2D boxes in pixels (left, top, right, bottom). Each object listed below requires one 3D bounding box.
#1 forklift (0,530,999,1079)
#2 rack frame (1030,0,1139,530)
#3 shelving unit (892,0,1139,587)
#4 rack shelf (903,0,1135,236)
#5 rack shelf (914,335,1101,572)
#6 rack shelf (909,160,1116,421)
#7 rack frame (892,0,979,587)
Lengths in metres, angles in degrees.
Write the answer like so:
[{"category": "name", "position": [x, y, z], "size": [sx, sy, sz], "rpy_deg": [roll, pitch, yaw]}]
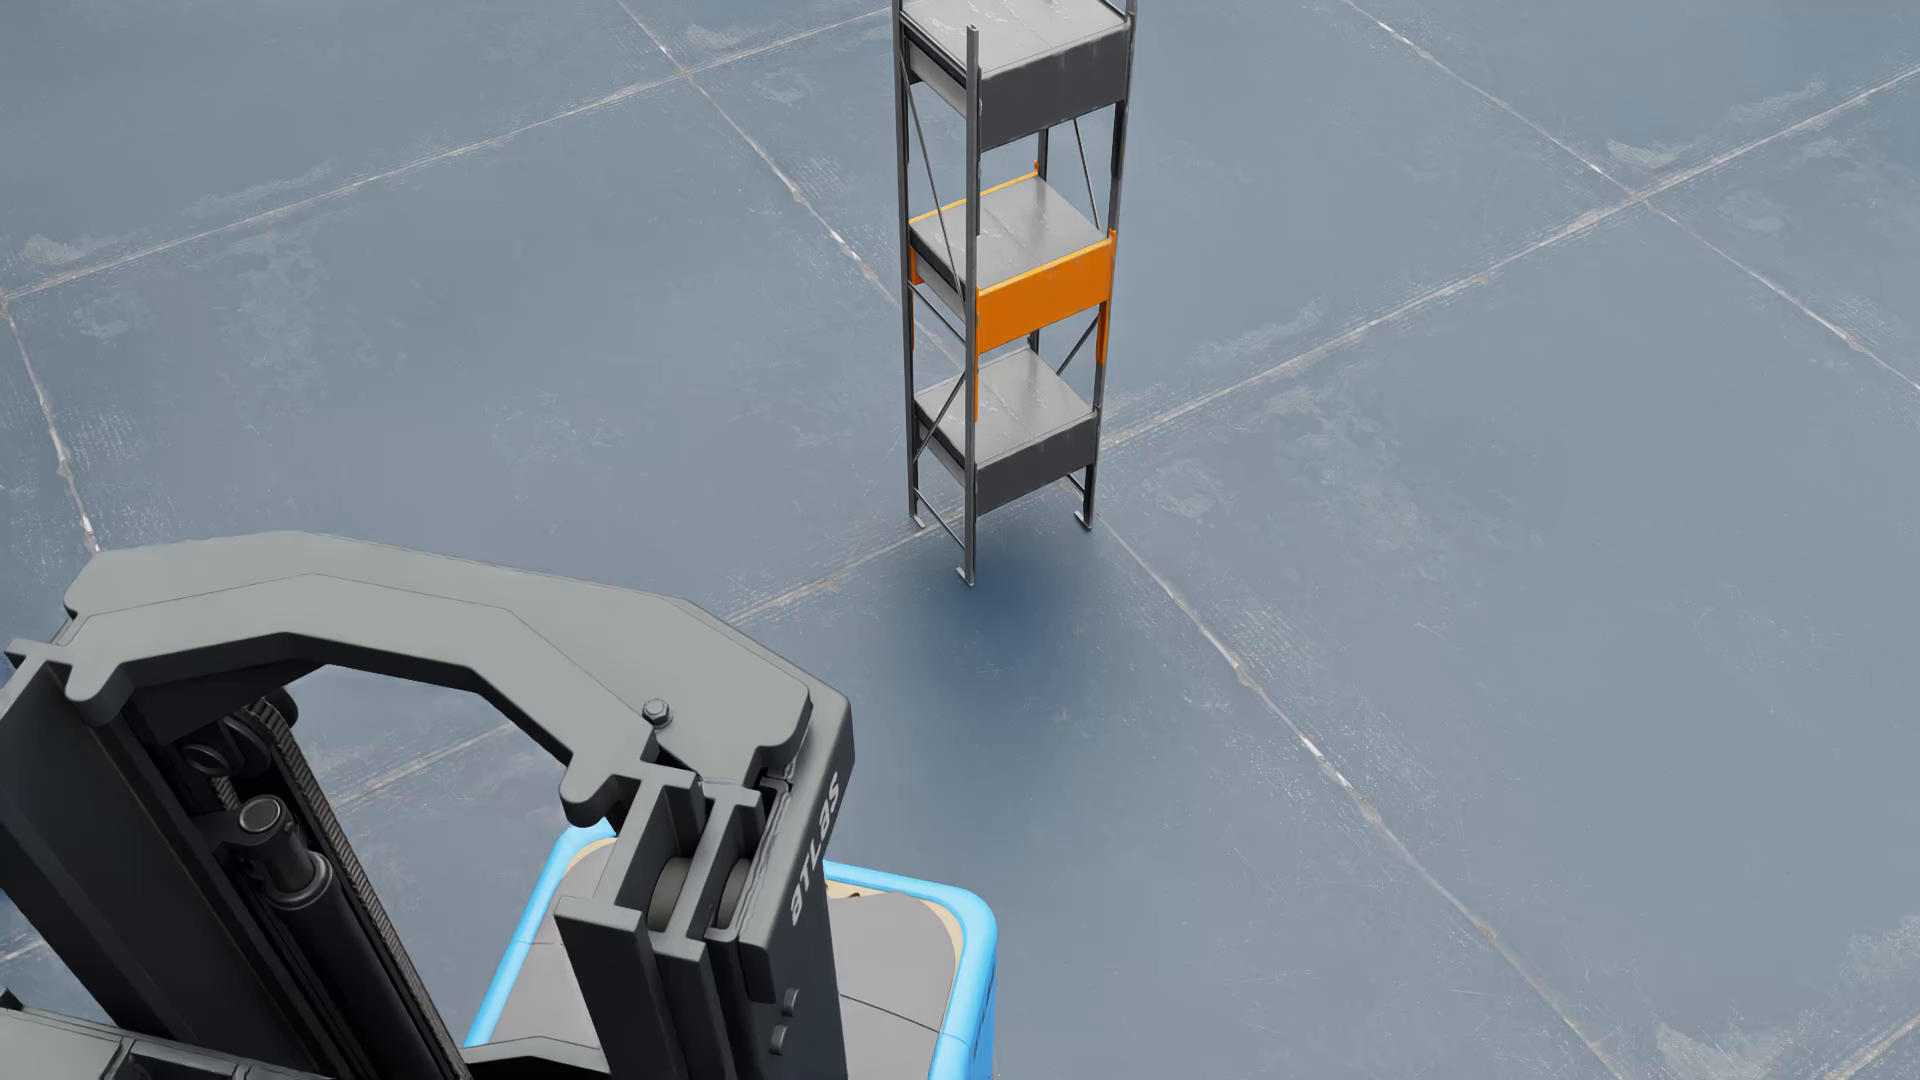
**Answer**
[{"category": "forklift", "position": [-0.735, 1.508, 2.444], "size": [1.130, 2.935, 3.031], "rpy_deg": [10, 49, 9]}, {"category": "rack frame", "position": [0.346, -0.861, 5.111], "size": [0.015, 2.100, 0.400], "rpy_deg": [-25, 53, -21]}, {"category": "shelving unit", "position": [0.140, -0.764, 5.025], "size": [0.503, 2.100, 0.431], "rpy_deg": [-25, 53, -21]}, {"category": "rack shelf", "position": [0.140, -1.221, 4.512], "size": [0.480, 0.518, 0.431], "rpy_deg": [-25, 53, -21]}, {"category": "rack shelf", "position": [0.140, -0.290, 5.558], "size": [0.480, 0.518, 0.431], "rpy_deg": [-25, 53, -21]}, {"category": "rack shelf", "position": [0.140, -0.755, 5.035], "size": [0.480, 0.518, 0.431], "rpy_deg": [-25, 53, -21]}, {"category": "rack frame", "position": [-0.066, -0.667, 4.938], "size": [0.015, 2.100, 0.400], "rpy_deg": [-25, 53, -21]}]
